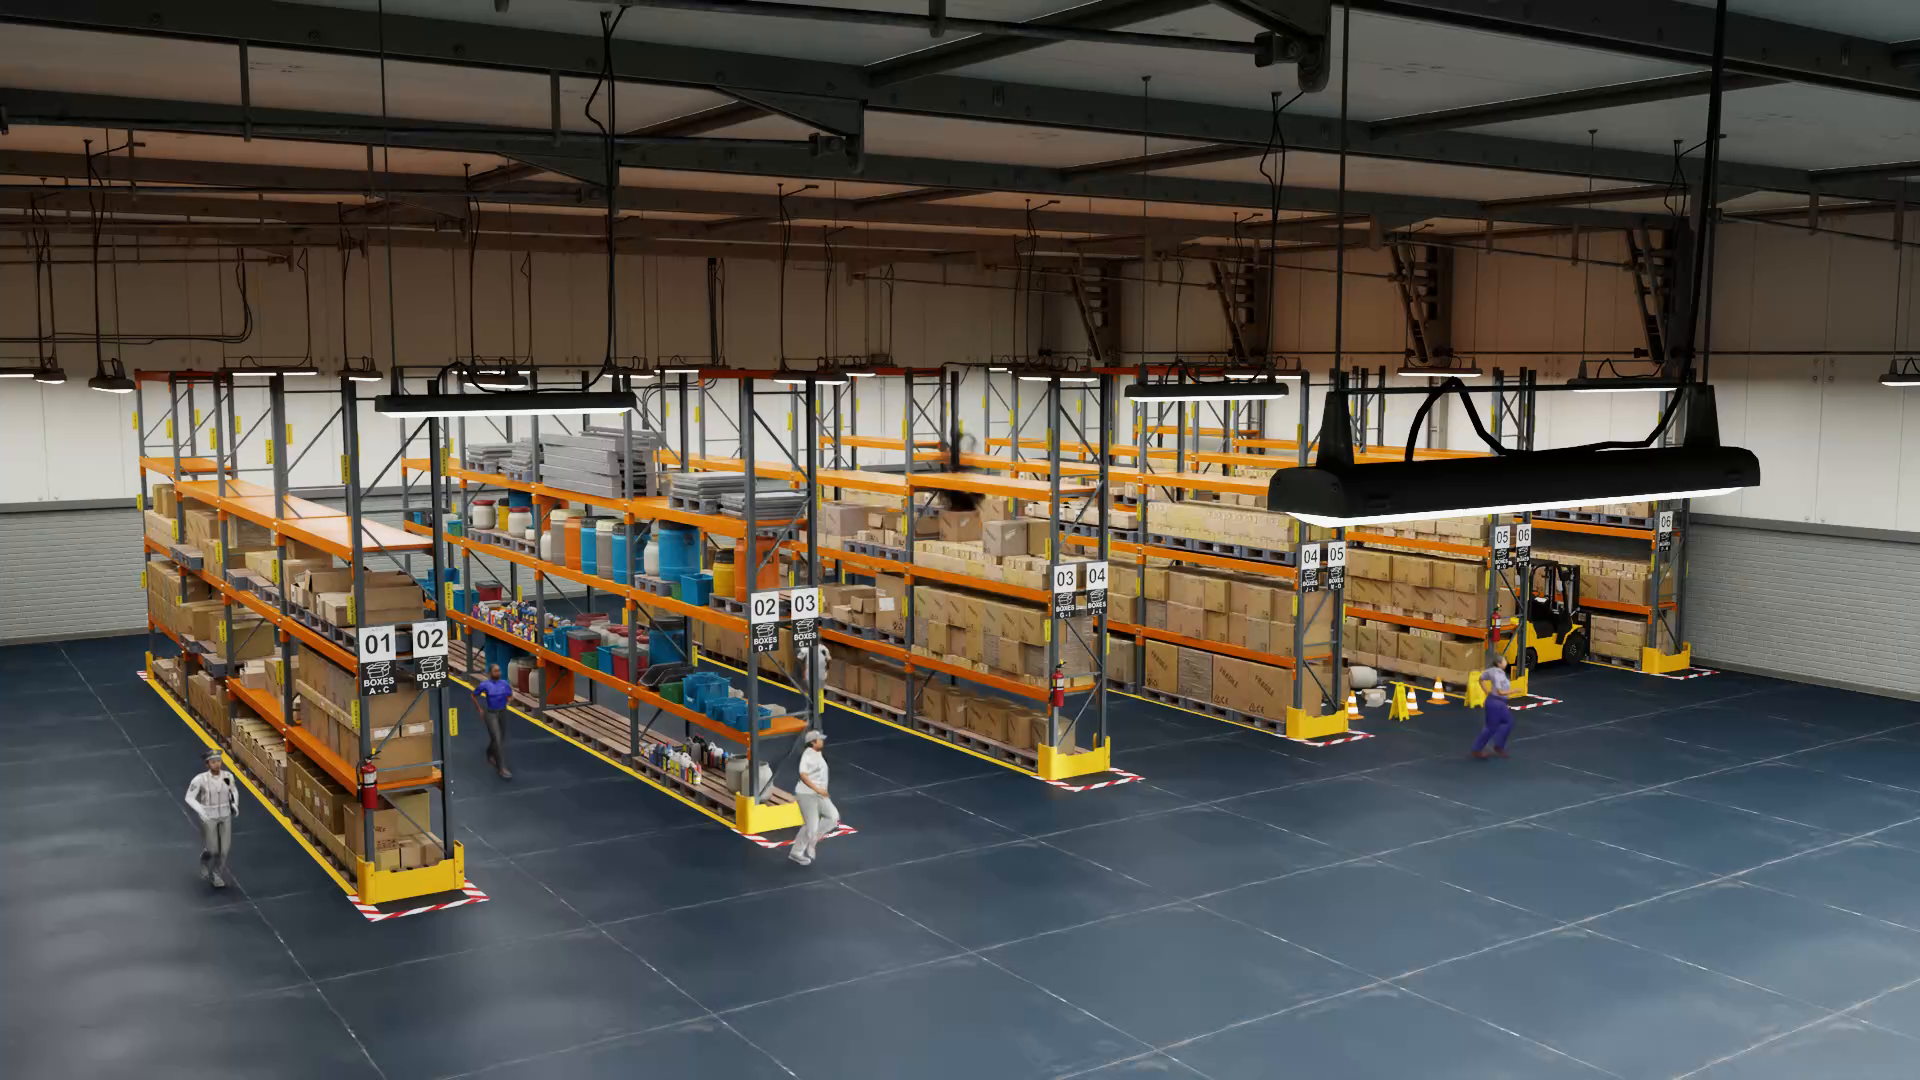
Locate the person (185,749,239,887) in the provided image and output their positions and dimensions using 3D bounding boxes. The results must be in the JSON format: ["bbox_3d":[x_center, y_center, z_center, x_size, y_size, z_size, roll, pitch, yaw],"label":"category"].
[{"bbox_3d":[-8.832,3.286,19.737,0.599,1.652,0.539,-6,9,-44],"label":"person"}]

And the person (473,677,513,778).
[{"bbox_3d":[-6.975,2.775,25.005,0.935,1.445,0.531,6,9,44],"label":"person"}]

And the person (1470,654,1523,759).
[{"bbox_3d":[8.351,2.612,25.879,0.759,1.687,0.554,1,7,12],"label":"person"}]

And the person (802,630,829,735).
[{"bbox_3d":[-2.429,2.361,27.880,0.411,1.763,0.756,-5,8,-36],"label":"person"}]

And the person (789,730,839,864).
[{"bbox_3d":[-1.798,3.184,20.818,0.550,1.606,0.666,2,7,13],"label":"person"}]
